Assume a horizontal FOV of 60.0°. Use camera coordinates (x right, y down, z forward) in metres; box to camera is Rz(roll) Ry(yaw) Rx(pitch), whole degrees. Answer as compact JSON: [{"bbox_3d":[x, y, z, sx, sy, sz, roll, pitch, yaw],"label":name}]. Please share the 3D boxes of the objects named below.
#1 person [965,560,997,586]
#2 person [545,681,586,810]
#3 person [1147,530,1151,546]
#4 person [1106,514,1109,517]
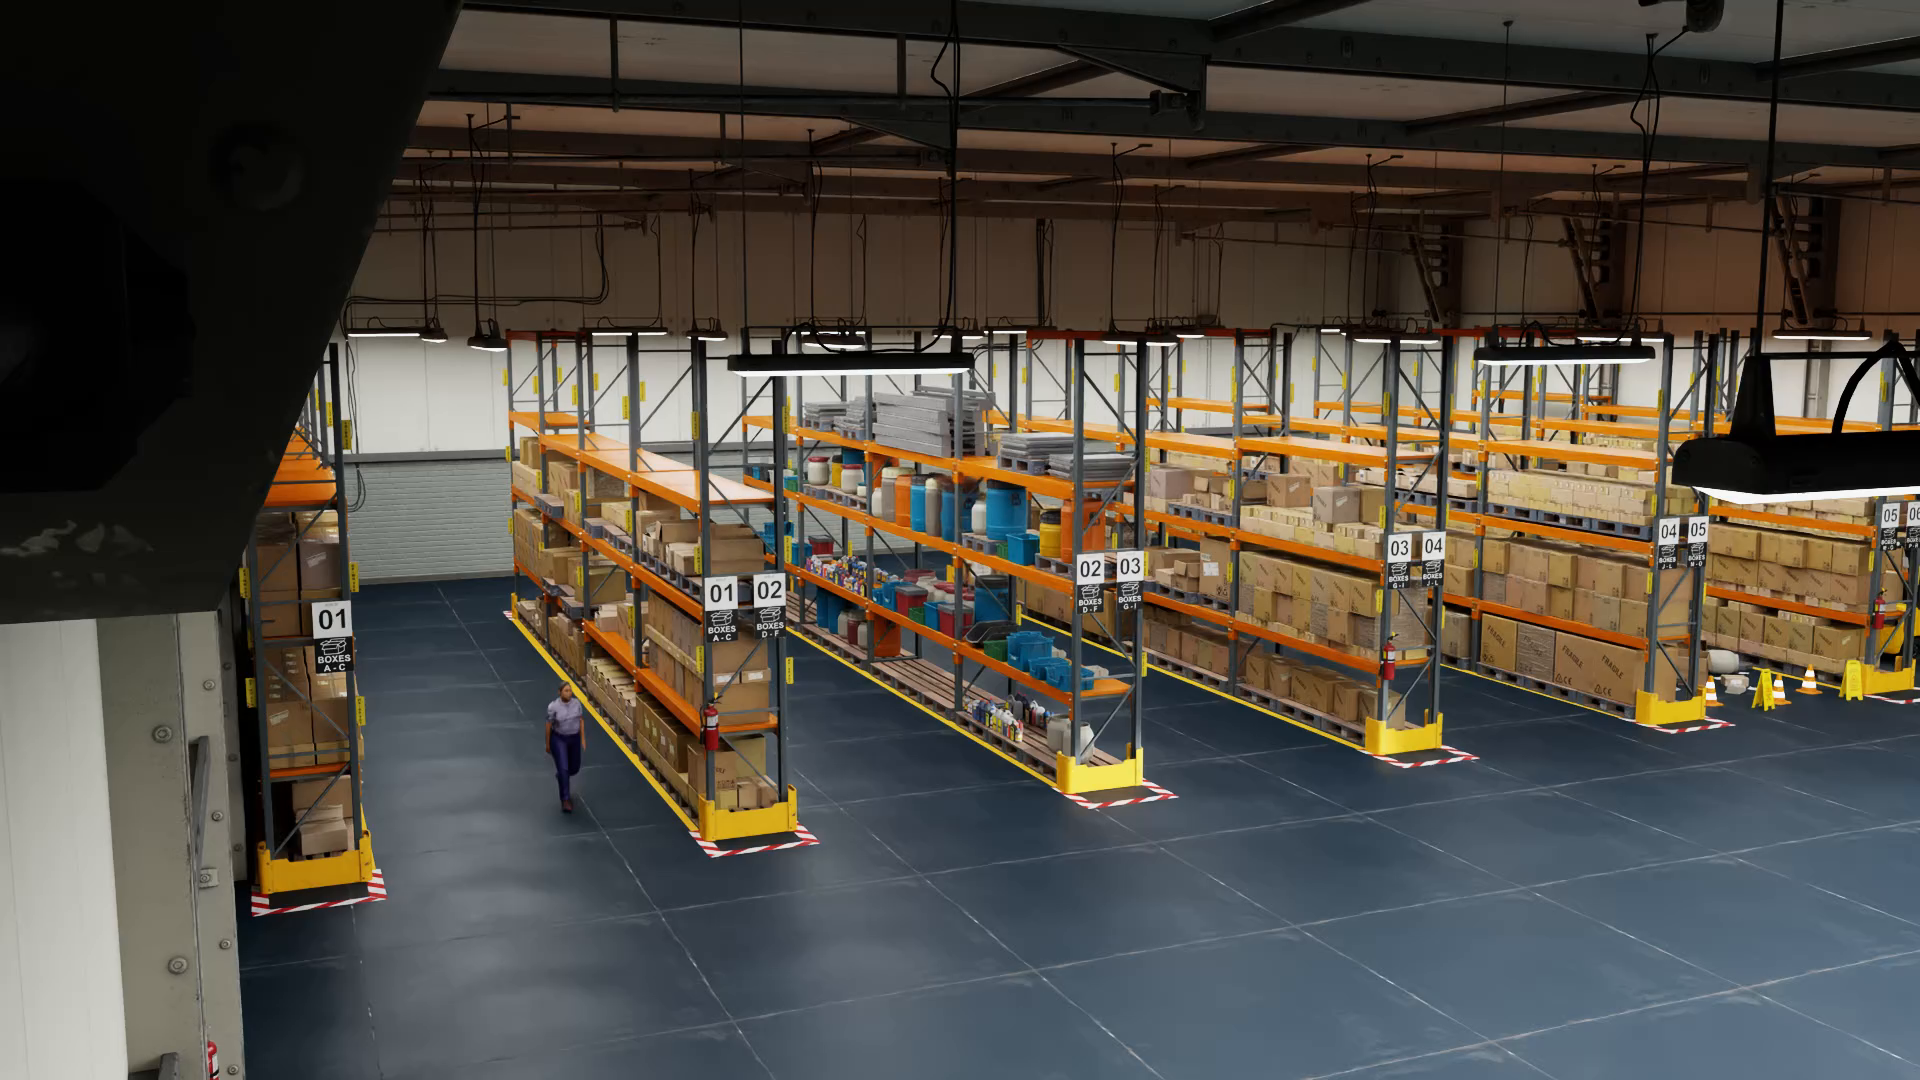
[{"bbox_3d":[0.467,0.761,34.656,0.613,1.707,1.085,-3,8,-19],"label":"person"},{"bbox_3d":[-5.137,2.607,21.628,0.499,1.590,0.951,-7,10,-40],"label":"person"},{"bbox_3d":[5.020,-0.626,44.733,0.555,1.708,0.635,3,8,22],"label":"person"},{"bbox_3d":[3.413,-0.100,40.942,0.562,1.722,1.091,1,8,9],"label":"person"}]
